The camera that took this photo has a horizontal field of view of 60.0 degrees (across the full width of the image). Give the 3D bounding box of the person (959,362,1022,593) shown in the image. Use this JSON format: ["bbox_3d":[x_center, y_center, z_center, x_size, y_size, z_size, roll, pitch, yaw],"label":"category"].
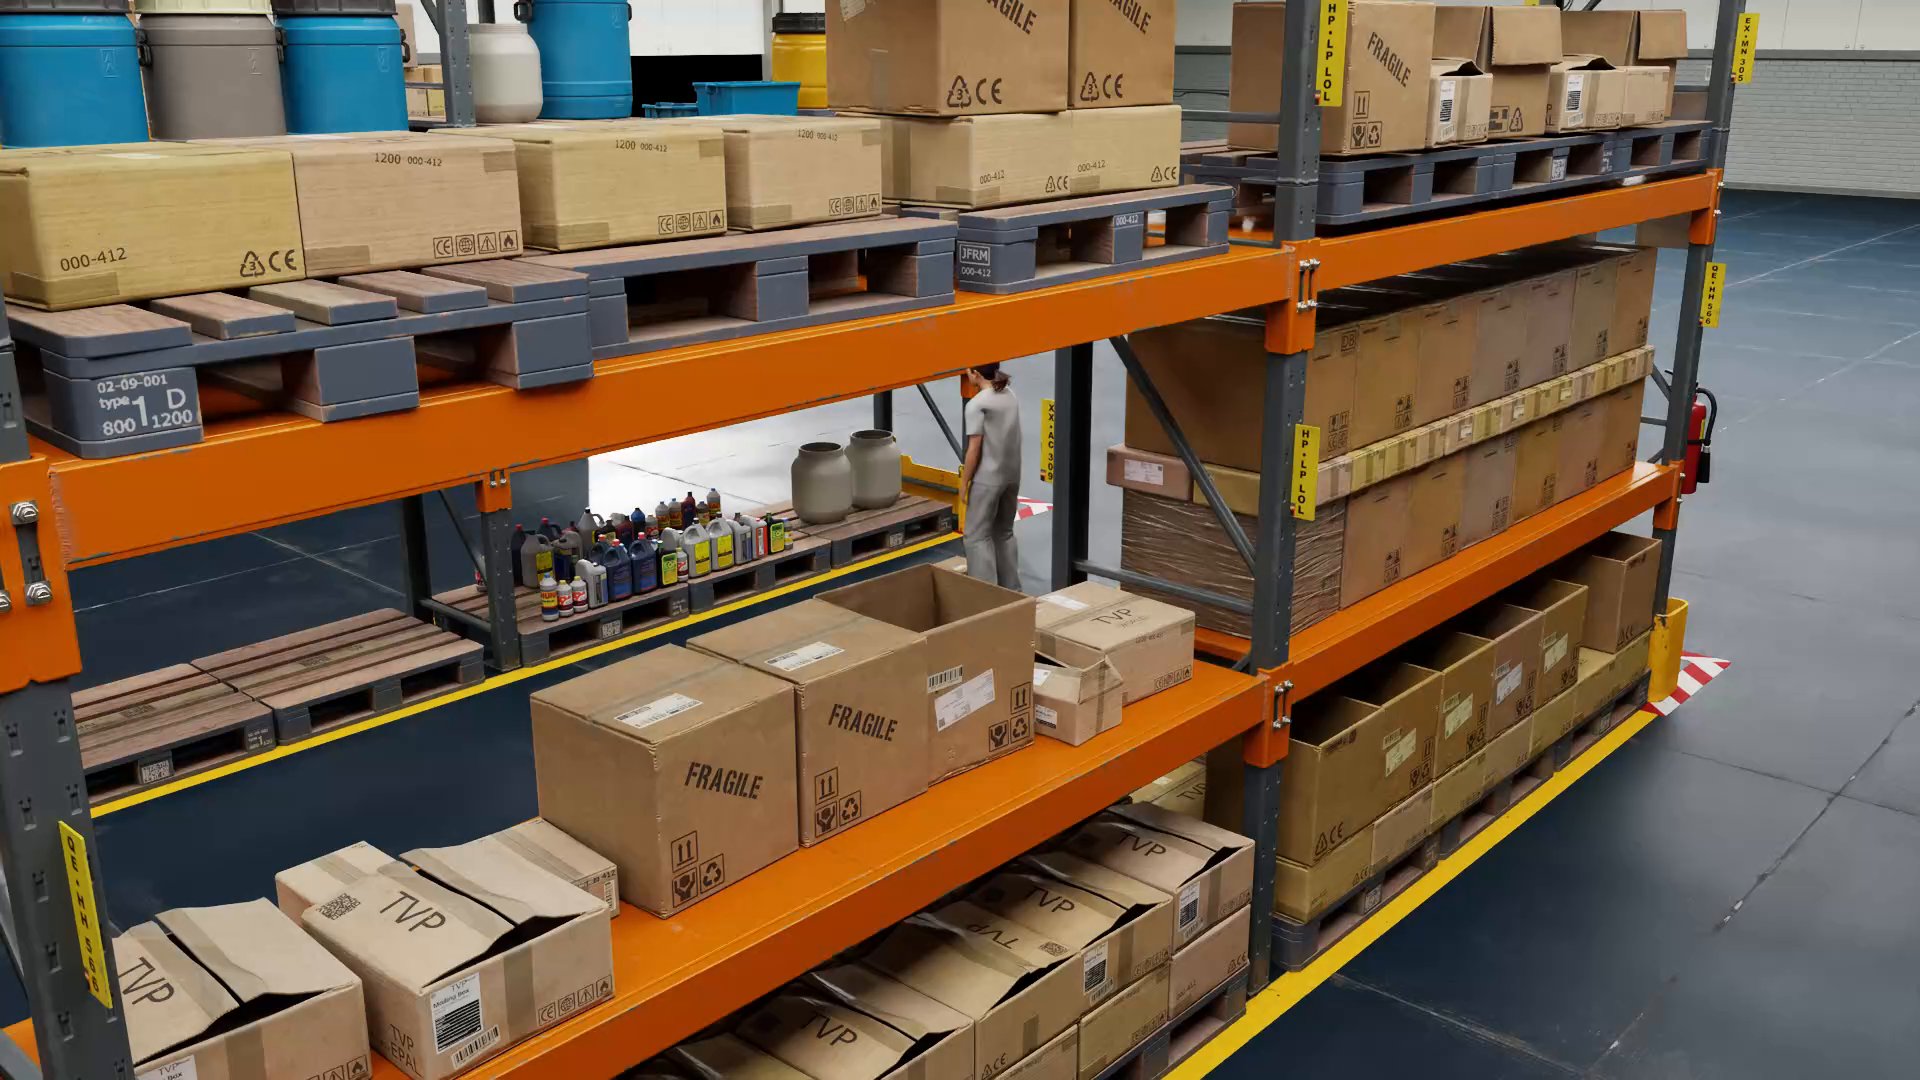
[{"bbox_3d":[0.187,-0.362,10.233,0.359,1.669,0.486,15,22,40],"label":"person"}]
